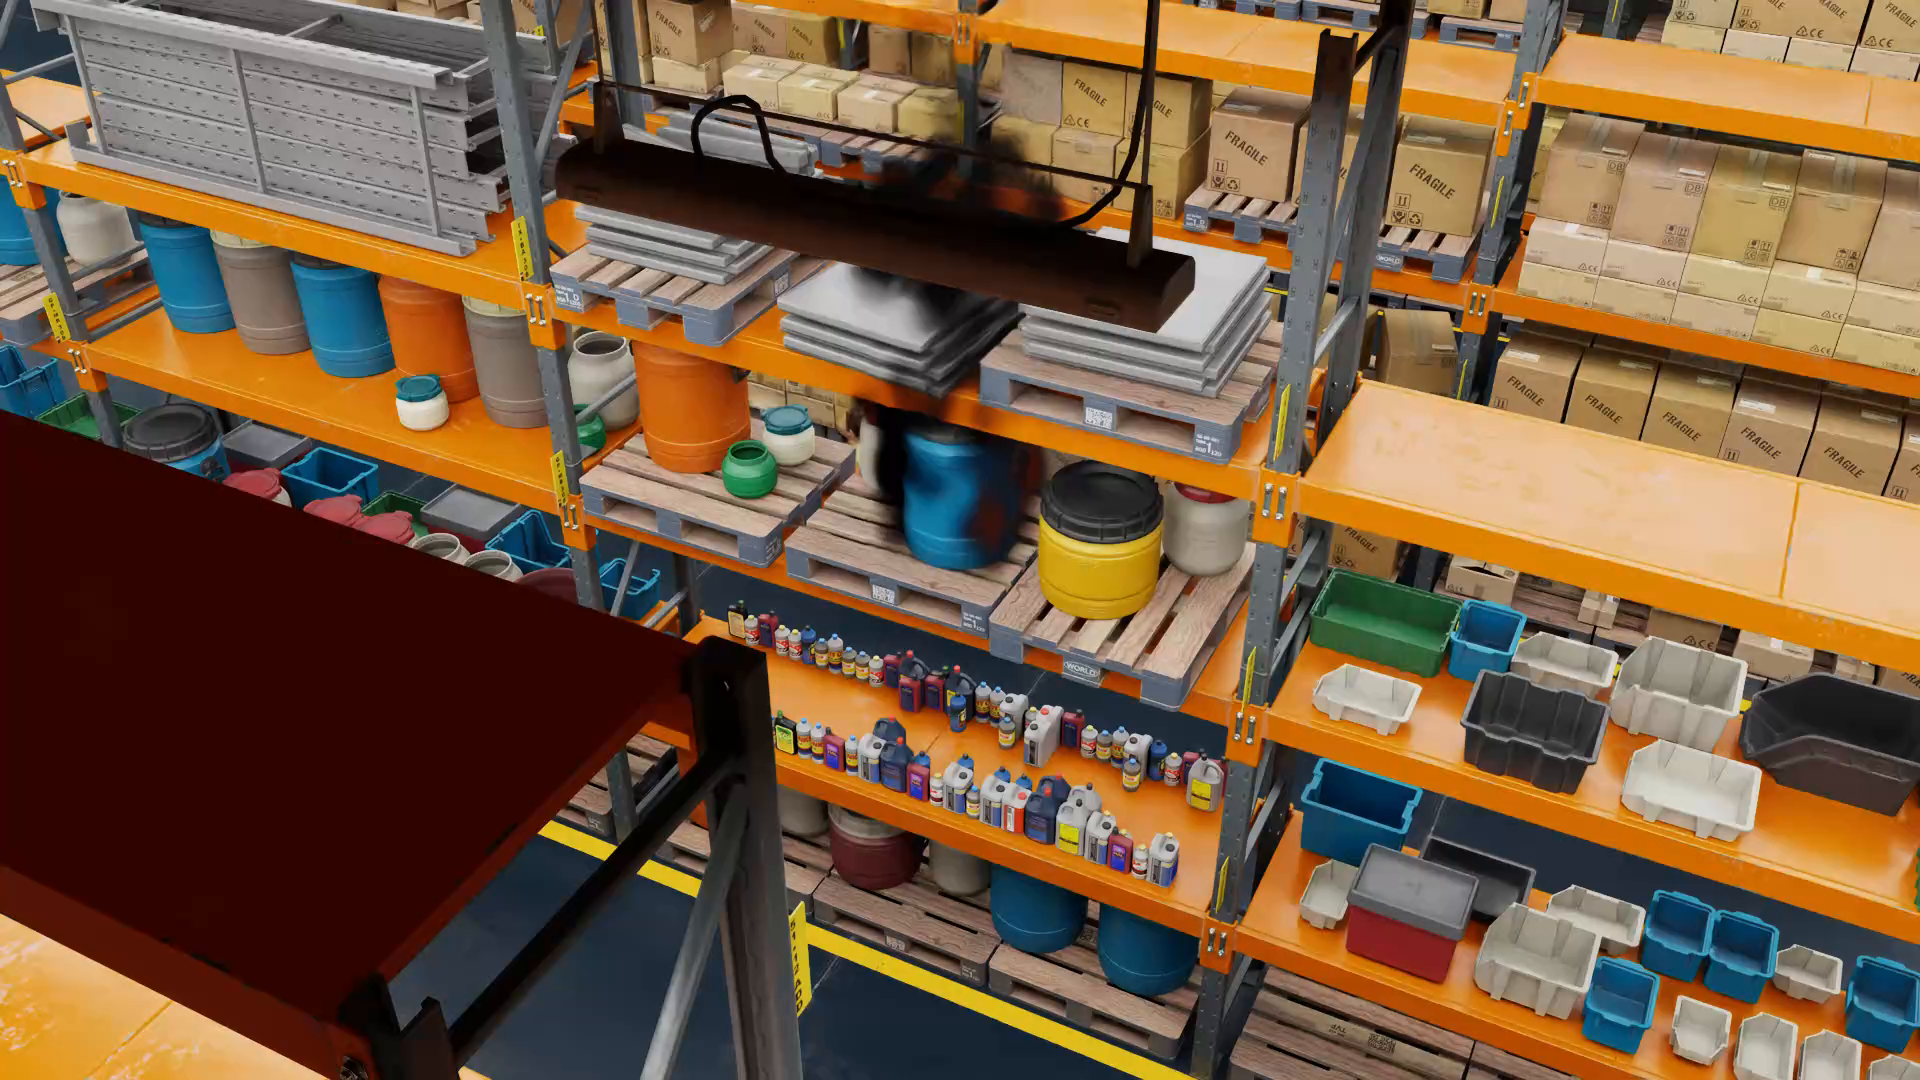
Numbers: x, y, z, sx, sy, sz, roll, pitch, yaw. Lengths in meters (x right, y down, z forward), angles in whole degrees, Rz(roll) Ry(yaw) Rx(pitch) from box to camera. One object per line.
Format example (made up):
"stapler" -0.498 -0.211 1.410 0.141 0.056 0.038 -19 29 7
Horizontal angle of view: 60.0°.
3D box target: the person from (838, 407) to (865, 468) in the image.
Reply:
"person" -0.786 -0.269 12.317 0.736 1.646 0.589 11 36 15
